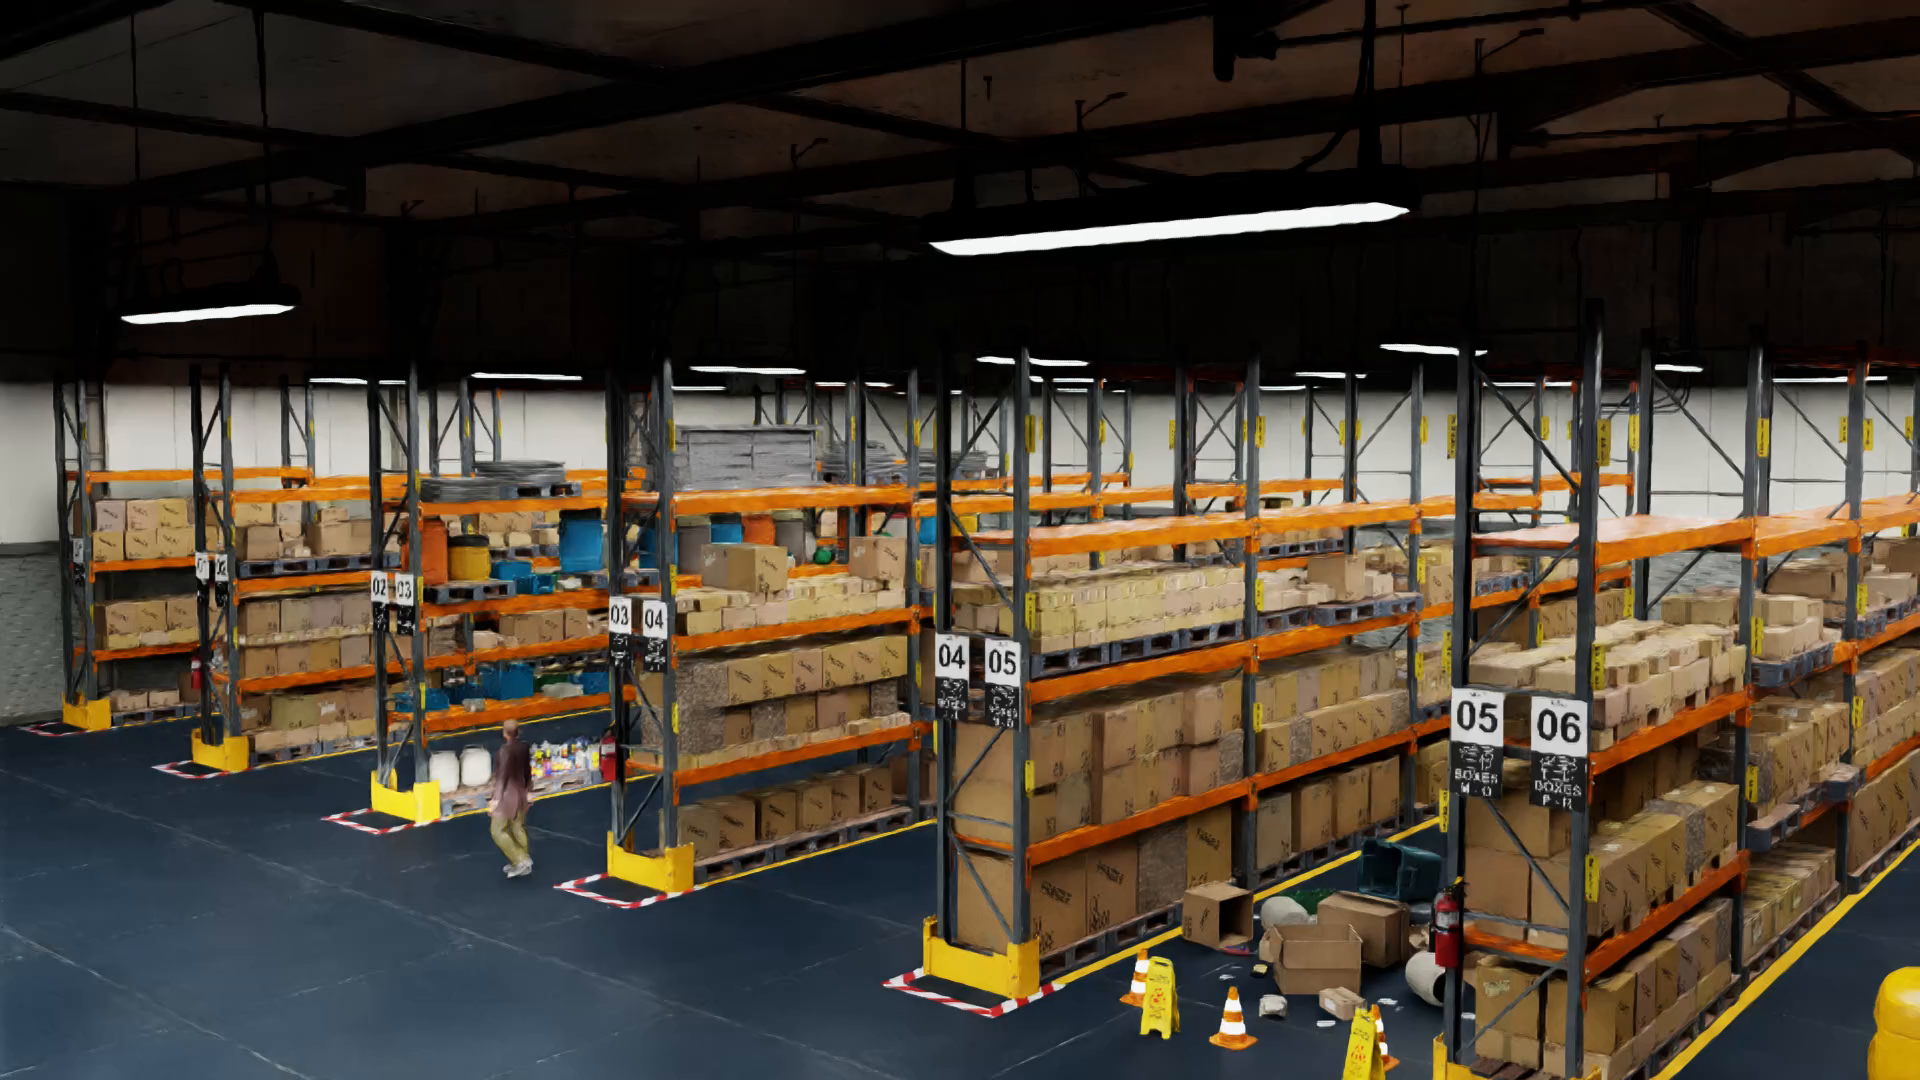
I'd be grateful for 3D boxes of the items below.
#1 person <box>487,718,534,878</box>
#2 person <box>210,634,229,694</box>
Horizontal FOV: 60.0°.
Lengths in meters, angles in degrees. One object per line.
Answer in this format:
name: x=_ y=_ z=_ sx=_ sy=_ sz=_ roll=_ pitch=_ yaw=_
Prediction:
person: x=-5.044 y=2.911 z=18.789 sx=0.526 sy=1.770 sz=0.753 roll=1 pitch=4 yaw=10
person: x=-12.439 y=2.345 z=28.340 sx=0.568 sy=1.528 sz=0.780 roll=2 pitch=4 yaw=21
